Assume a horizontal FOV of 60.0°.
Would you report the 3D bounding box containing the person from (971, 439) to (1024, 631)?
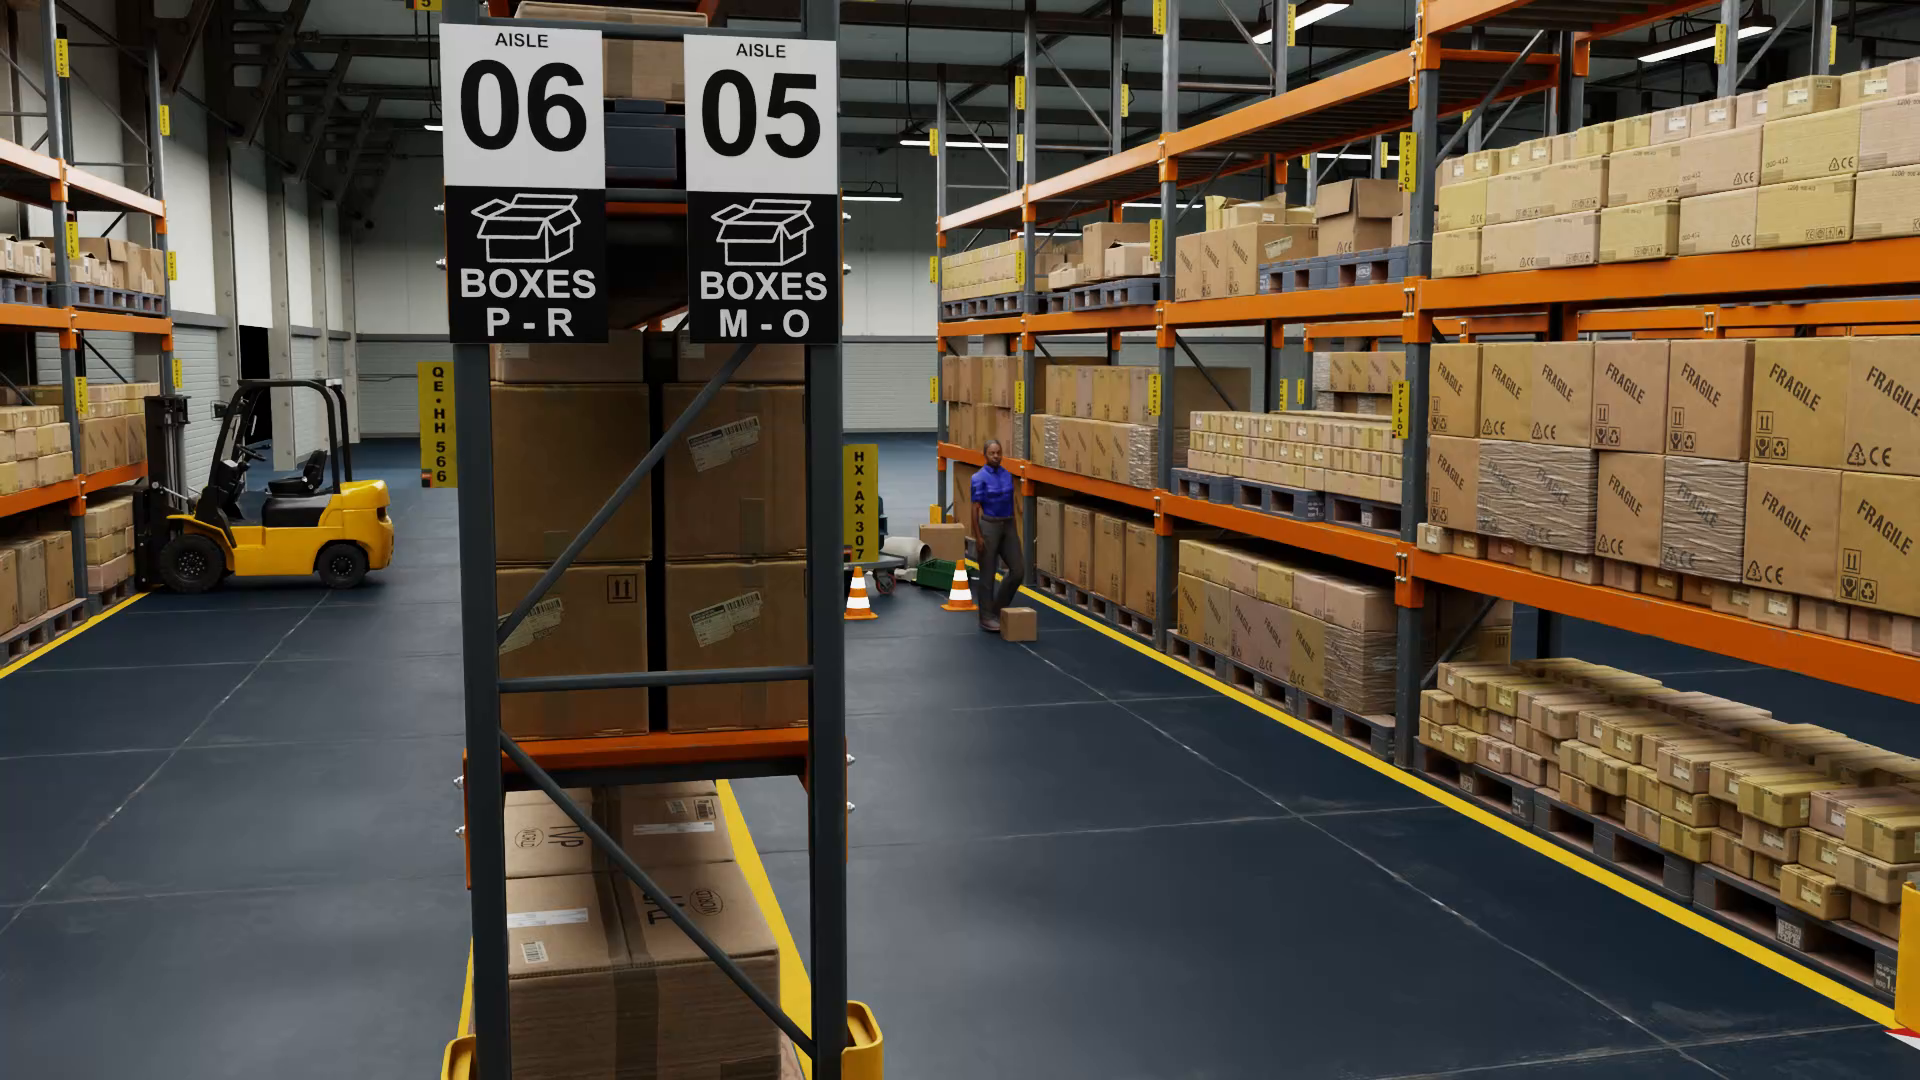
[{"bbox_3d":[0.324,-0.049,14.489,0.523,1.659,0.364,-5,8,-37],"label":"person"}]
